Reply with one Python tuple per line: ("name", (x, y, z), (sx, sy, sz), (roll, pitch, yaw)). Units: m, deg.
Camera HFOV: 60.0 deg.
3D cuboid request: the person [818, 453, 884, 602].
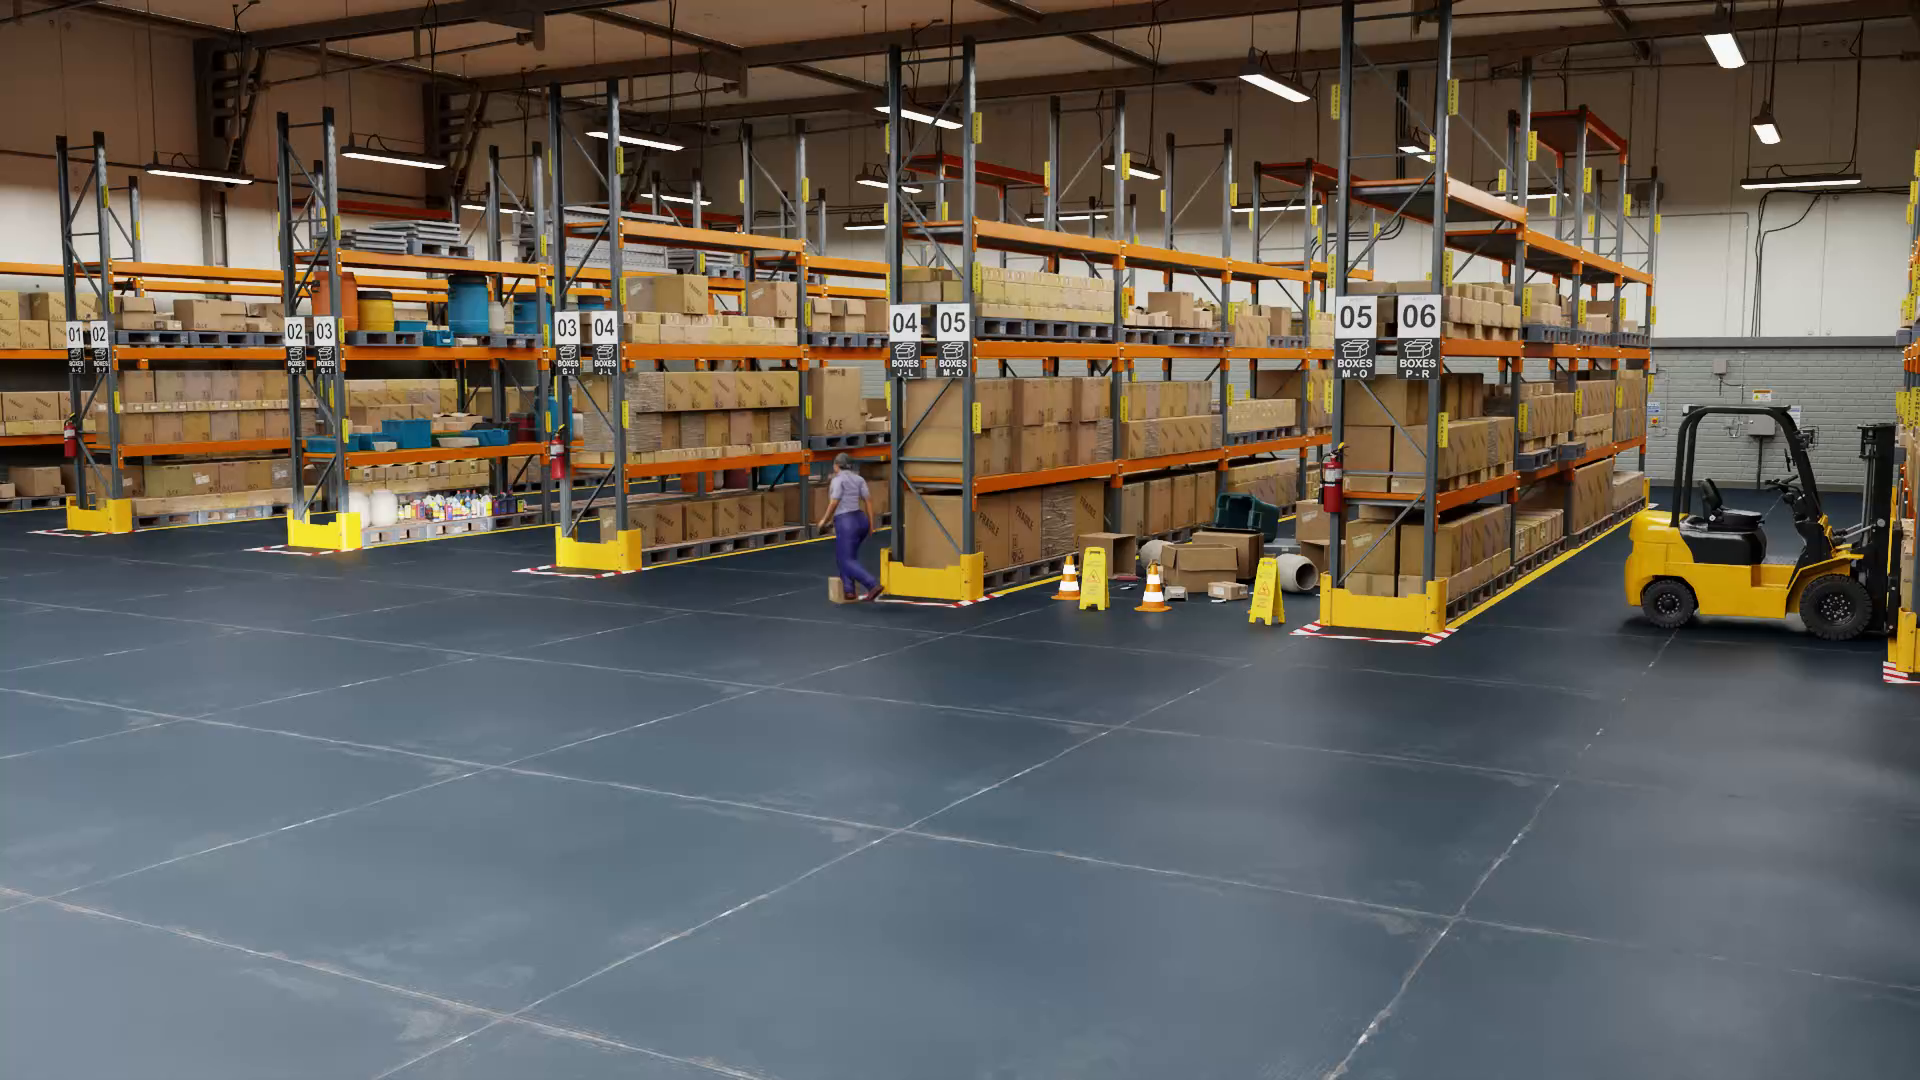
("person", (-1.092, -0.108, 17.624), (0.794, 1.627, 0.580), (3, 7, 30))
